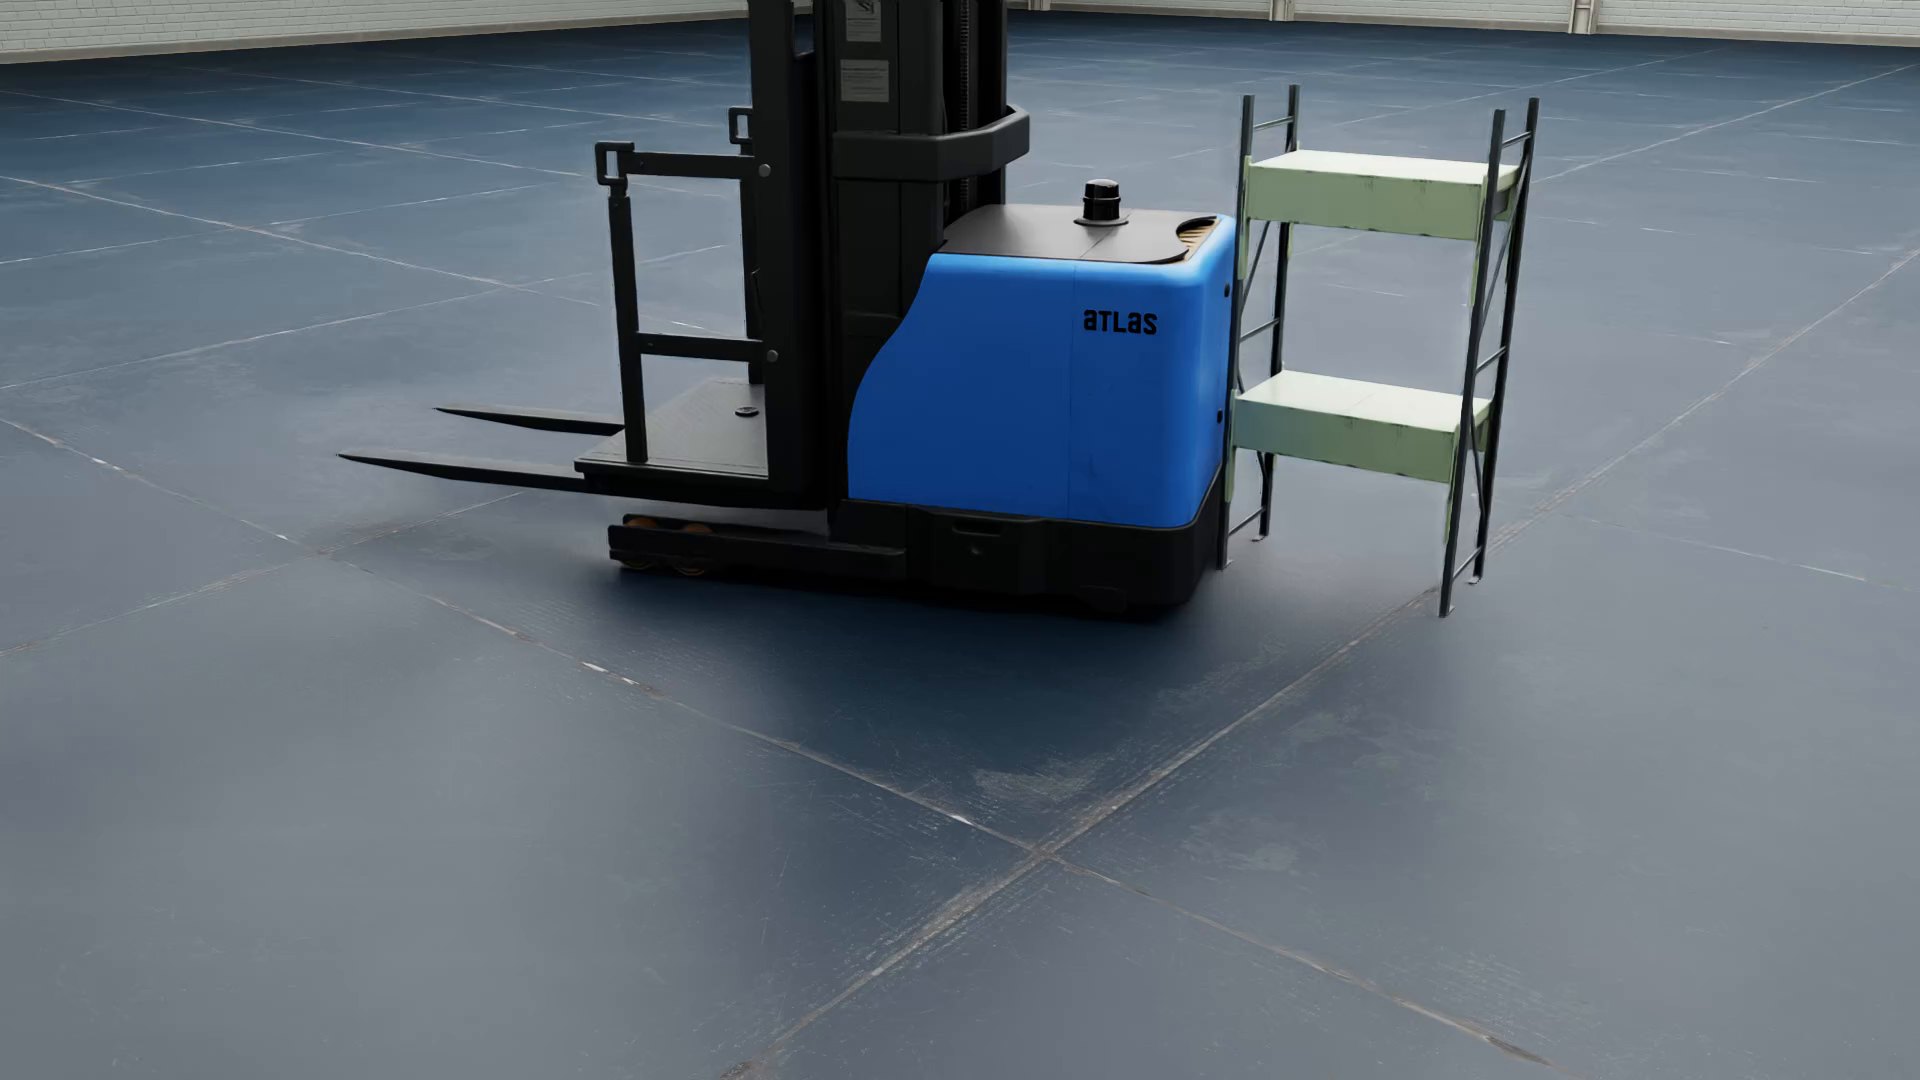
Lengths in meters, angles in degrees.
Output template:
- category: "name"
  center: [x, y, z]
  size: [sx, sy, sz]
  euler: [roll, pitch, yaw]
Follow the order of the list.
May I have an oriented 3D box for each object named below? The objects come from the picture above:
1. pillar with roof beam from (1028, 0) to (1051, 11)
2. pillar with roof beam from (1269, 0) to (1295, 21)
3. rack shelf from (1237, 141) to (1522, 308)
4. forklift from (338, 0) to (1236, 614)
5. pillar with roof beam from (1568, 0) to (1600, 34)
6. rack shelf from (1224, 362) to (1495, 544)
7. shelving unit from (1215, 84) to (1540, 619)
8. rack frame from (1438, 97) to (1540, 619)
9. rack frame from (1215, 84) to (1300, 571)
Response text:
- category: "pillar with roof beam"
  center: [-0.972, -14.709, 31.921]
  size: [0.400, 9.000, 9.100]
  euler: [16, 26, 36]
- category: "pillar with roof beam"
  center: [3.676, -13.371, 28.371]
  size: [0.400, 9.000, 9.100]
  euler: [16, 26, 36]
- category: "rack shelf"
  center: [1.257, -0.959, 4.980]
  size: [0.720, 0.370, 0.431]
  euler: [12, 24, 30]
- category: "forklift"
  center: [-0.637, -1.427, 5.297]
  size: [3.031, 2.935, 1.130]
  euler: [6, 21, 15]
- category: "pillar with roof beam"
  center: [8.324, -12.032, 24.821]
  size: [0.400, 9.000, 9.100]
  euler: [16, 26, 36]
- category: "rack shelf"
  center: [1.257, -0.289, 5.233]
  size: [0.720, 0.370, 0.431]
  euler: [12, 24, 30]
- category: "shelving unit"
  center: [1.257, -0.594, 5.118]
  size: [0.755, 1.500, 0.431]
  euler: [12, 24, 30]
- category: "rack frame"
  center: [1.567, -0.525, 4.936]
  size: [0.023, 1.500, 0.400]
  euler: [12, 24, 30]
- category: "rack frame"
  center: [0.947, -0.663, 5.300]
  size: [0.023, 1.500, 0.400]
  euler: [12, 24, 30]
